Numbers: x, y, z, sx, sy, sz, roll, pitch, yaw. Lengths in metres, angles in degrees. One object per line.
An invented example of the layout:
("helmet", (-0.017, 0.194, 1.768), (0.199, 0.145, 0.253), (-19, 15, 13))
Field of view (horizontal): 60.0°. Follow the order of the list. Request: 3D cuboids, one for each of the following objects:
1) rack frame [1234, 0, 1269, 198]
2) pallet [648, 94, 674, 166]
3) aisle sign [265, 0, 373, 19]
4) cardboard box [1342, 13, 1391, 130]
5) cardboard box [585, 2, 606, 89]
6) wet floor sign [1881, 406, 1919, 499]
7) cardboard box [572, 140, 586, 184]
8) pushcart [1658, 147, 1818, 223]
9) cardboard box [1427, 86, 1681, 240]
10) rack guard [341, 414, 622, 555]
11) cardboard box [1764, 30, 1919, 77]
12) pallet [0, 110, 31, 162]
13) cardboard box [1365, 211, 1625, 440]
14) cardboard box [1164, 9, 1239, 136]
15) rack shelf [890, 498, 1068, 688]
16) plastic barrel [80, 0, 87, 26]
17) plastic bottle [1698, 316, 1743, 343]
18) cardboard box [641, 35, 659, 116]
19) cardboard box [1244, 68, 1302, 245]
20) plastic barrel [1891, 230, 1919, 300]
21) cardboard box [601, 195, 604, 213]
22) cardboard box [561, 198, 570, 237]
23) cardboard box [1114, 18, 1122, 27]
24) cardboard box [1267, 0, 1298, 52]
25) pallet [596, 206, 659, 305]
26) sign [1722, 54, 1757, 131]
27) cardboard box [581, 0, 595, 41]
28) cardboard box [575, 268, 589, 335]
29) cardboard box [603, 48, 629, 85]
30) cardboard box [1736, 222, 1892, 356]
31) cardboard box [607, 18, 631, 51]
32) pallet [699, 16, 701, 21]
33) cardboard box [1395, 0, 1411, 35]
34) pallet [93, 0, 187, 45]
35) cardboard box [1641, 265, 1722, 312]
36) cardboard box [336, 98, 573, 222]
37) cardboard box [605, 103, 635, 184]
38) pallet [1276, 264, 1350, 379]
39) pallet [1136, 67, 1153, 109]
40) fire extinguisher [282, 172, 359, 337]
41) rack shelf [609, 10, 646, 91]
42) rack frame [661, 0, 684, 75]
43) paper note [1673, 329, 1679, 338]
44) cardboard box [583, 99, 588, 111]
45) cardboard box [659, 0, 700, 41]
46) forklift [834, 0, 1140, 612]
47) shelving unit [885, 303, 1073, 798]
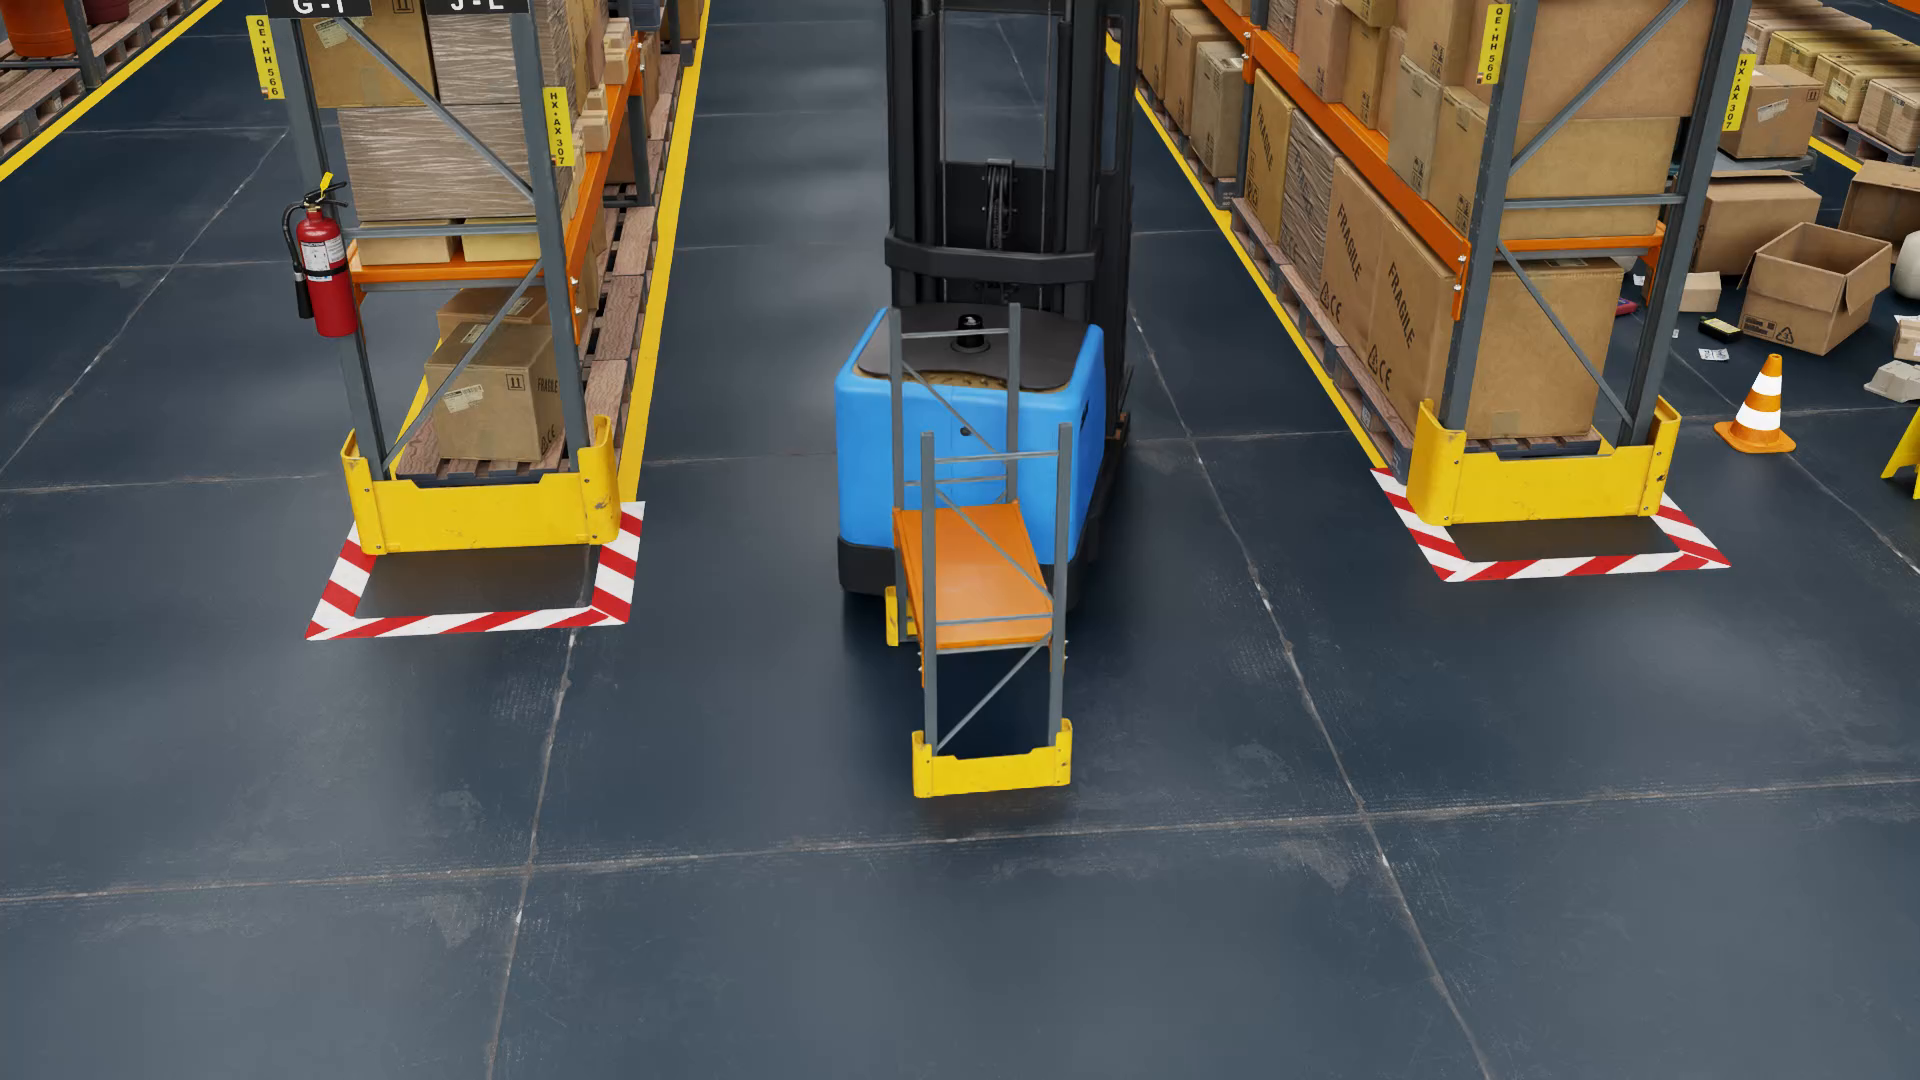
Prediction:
("rack frame", (2.388, -3.522, 10.721), (1.000, 3.000, 0.127), (-3, 31, -5))
("pallet", (-2.751, -3.160, 12.835), (1.003, 0.211, 1.213), (-3, 31, -5))
("aisle sign", (-2.479, -2.364, 6.247), (0.394, 0.787, 0.004), (-3, 31, -5))
("cardboard box", (2.591, -2.572, 8.984), (0.875, 0.550, 0.500), (-3, 31, -5))
("cardboard box", (-2.421, -2.766, 9.069), (0.875, 0.500, 0.500), (-3, 31, -5))
("wet floor sign", (4.736, -0.549, 8.040), (0.267, 0.644, 0.232), (-8, 32, -13))
("cardboard box", (-2.049, -1.854, 8.174), (0.380, 0.149, 0.250), (-3, 31, -5))
("pushcart", (5.041, -2.550, 11.651), (1.648, 0.377, 0.936), (-14, 33, -22))
("cardboard box", (2.682, -1.731, 7.577), (0.875, 0.550, 0.550), (-3, 31, -5))
("rack guard", (-2.193, -0.259, 7.696), (1.175, 0.500, 0.348), (-3, 31, -5))
("cardboard box", (7.118, -3.852, 13.427), (0.950, 0.372, 0.625), (-2, 31, -3))
("pallet", (-7.720, -2.925, 12.441), (1.003, 0.211, 1.213), (-3, 31, -5))
("cardboard box", (2.632, -1.091, 8.313), (0.875, 0.875, 0.875), (-3, 31, -4))
("cardboard box", (2.154, -3.542, 12.538), (1.050, 0.750, 0.750), (-3, 31, -5))
("rack shelf", (0.051, 0.177, 6.341), (0.538, 0.185, 1.000), (-4, 31, -7))
("plastic barrel", (-8.069, -4.786, 14.854), (0.421, 0.512, 0.421), (0, 31, 0))
("plastic bottle", (4.444, -1.244, 9.773), (0.133, 0.061, 0.283), (-14, 33, -22))
("cardboard box", (-2.727, -3.581, 12.829), (0.700, 0.500, 0.500), (0, 31, 0))
("cardboard box", (2.377, -2.465, 10.615), (0.875, 0.875, 0.875), (-2, 31, -4))
("plastic barrel", (5.980, -1.644, 10.090), (0.512, 0.421, 0.421), (20, 36, 29))
("cardboard box", (-2.562, -2.237, 10.598), (0.500, 0.500, 0.500), (-4, 31, -6))
("cardboard box", (-1.980, -1.471, 7.533), (0.380, 0.149, 0.250), (-3, 31, -5))
("cardboard box", (1.692, -4.995, 15.215), (0.500, 0.500, 0.500), (-3, 31, -5))
("cardboard box", (2.434, -3.398, 10.368), (0.875, 0.550, 0.550), (-3, 31, -5))
("pallet", (-2.462, -1.797, 10.553), (1.003, 0.211, 1.213), (-3, 31, -5))
("sign", (3.315, -1.909, 7.099), (0.100, 0.325, 0.005), (-3, 31, -5))
("cardboard box", (-2.054, -2.698, 7.979), (0.500, 0.500, 0.500), (-3, 31, -5))
("cardboard box", (-2.358, -1.344, 9.104), (0.500, 0.500, 0.500), (0, 31, 0))
("cardboard box", (-2.135, -2.751, 9.676), (0.380, 0.149, 0.250), (-3, 31, -5))
("cardboard box", (4.996, -1.472, 9.724), (0.637, 0.503, 0.797), (27, 40, 37))
("cardboard box", (-2.247, -3.132, 10.314), (0.380, 0.149, 0.250), (-3, 31, -5))
("pallet", (-3.043, -5.208, 16.264), (1.003, 0.211, 1.213), (-3, 31, -5))
("cardboard box", (2.705, -2.768, 8.259), (0.875, 0.550, 0.550), (-3, 31, -5))
("pallet", (-8.091, -4.966, 15.857), (1.003, 0.211, 1.213), (-3, 31, -5))
("cardboard box", (4.382, -1.559, 10.101), (0.396, 0.266, 0.258), (2, 31, 4))
("cardboard box", (-2.210, -1.746, 7.361), (0.875, 0.500, 0.500), (-3, 31, -5))
("cardboard box", (-2.596, -2.766, 11.464), (0.700, 0.500, 0.500), (-5, 31, -8))
("pallet", (2.498, -1.308, 9.735), (1.003, 0.211, 1.213), (-3, 31, -5))
("pallet", (2.013, -3.961, 14.175), (1.003, 0.211, 1.213), (-3, 31, -5))
("fire extinguisher", (-2.634, -1.180, 6.876), (0.296, 0.674, 0.183), (-3, 31, -5))
("rack shelf", (-2.747, -4.048, 12.304), (1.077, 0.370, 4.000), (-3, 31, -5))
("rack frame", (-2.934, -5.378, 13.829), (1.000, 3.000, 0.127), (-3, 31, -5))
("paper note", (4.202, -1.214, 9.772), (0.032, 0.001, 0.123), (13, 33, 21))
("cardboard box", (-2.175, -2.234, 8.811), (0.380, 0.149, 0.250), (-3, 31, -5))
("cardboard box", (-2.977, -4.999, 14.857), (1.225, 0.875, 0.875), (-4, 31, -7))
("forklift", (0.270, -1.683, 7.710), (1.130, 2.935, 3.031), (6, 31, 10))
("shelving unit", (0.049, 0.018, 6.257), (0.587, 1.500, 1.083), (-4, 31, -7))
